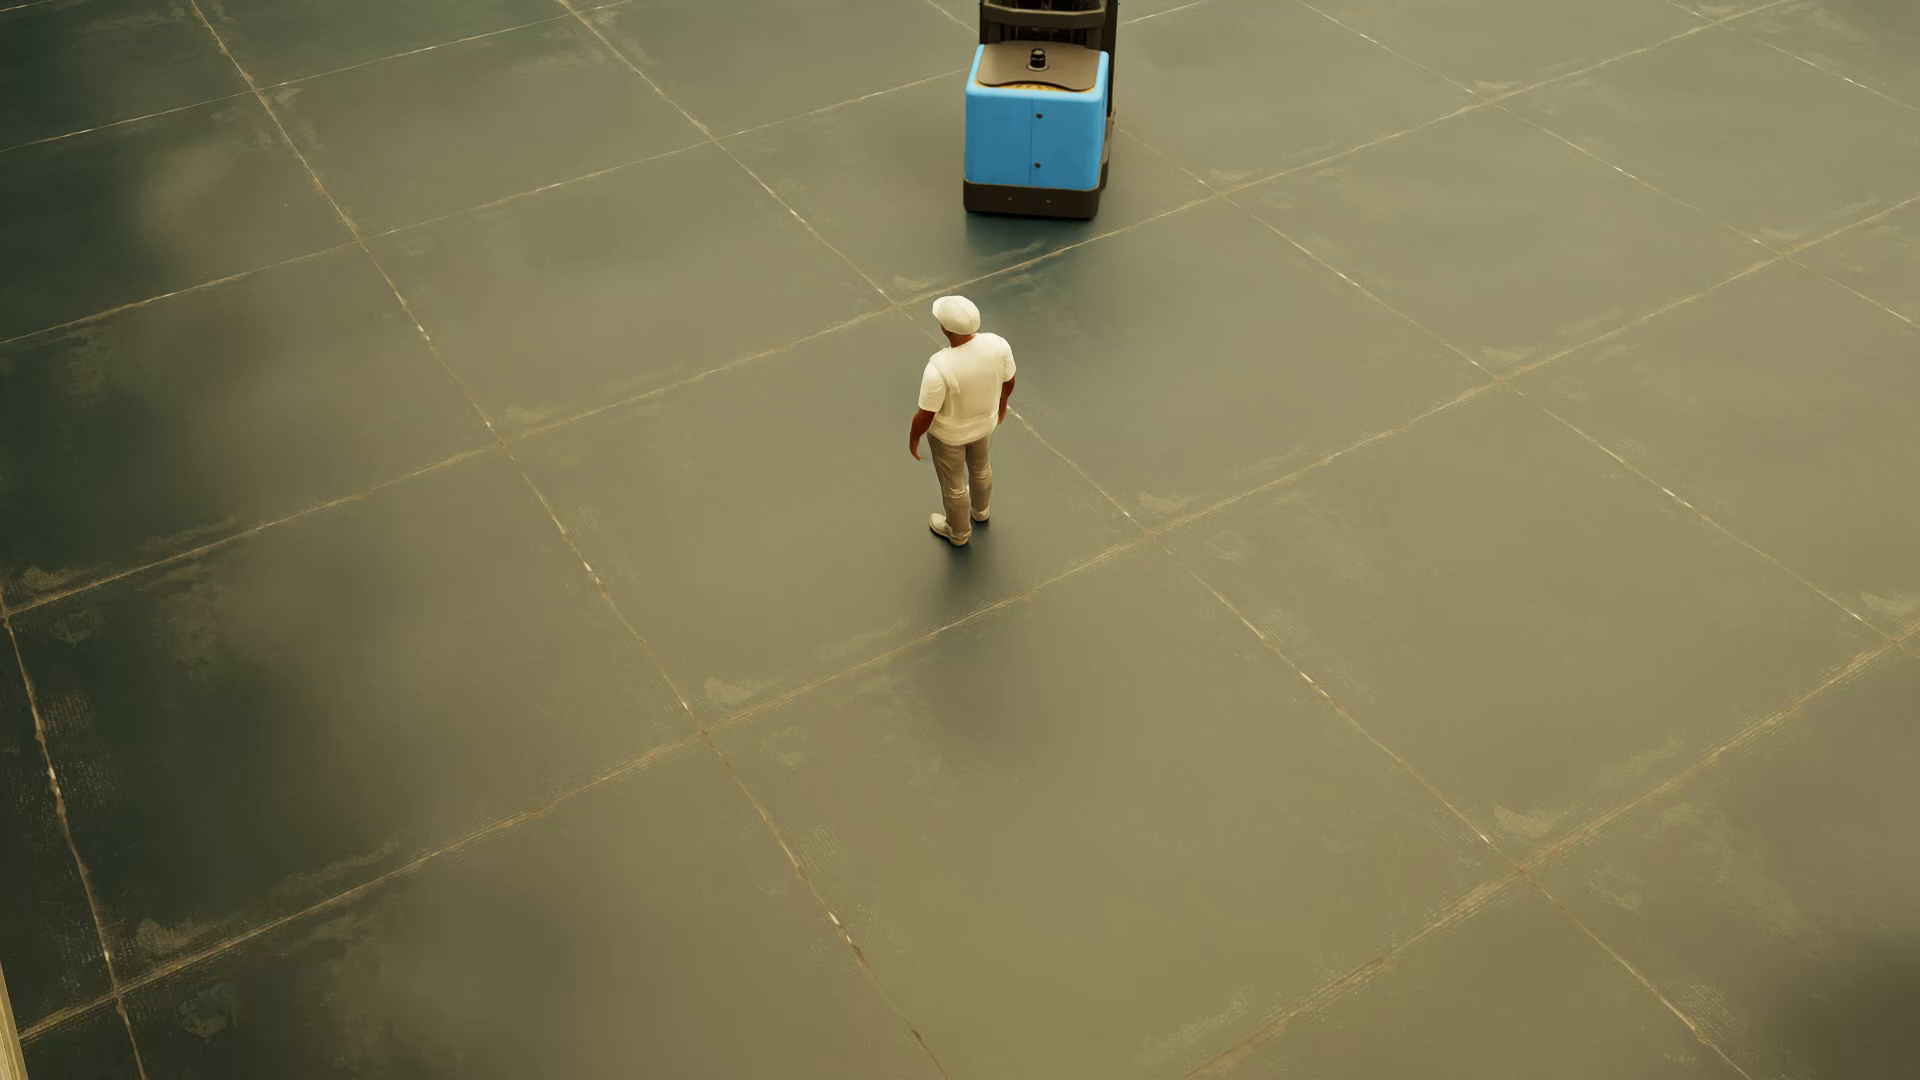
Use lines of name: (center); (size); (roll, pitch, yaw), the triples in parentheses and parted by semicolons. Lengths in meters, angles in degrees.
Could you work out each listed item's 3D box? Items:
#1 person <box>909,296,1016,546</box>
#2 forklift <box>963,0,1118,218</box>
person: (-0.032, -0.711, 9.559); (0.665, 1.765, 0.577); (-23, 46, -24)
forklift: (0.731, -4.555, 13.083); (1.130, 2.935, 3.031); (5, 41, 6)
